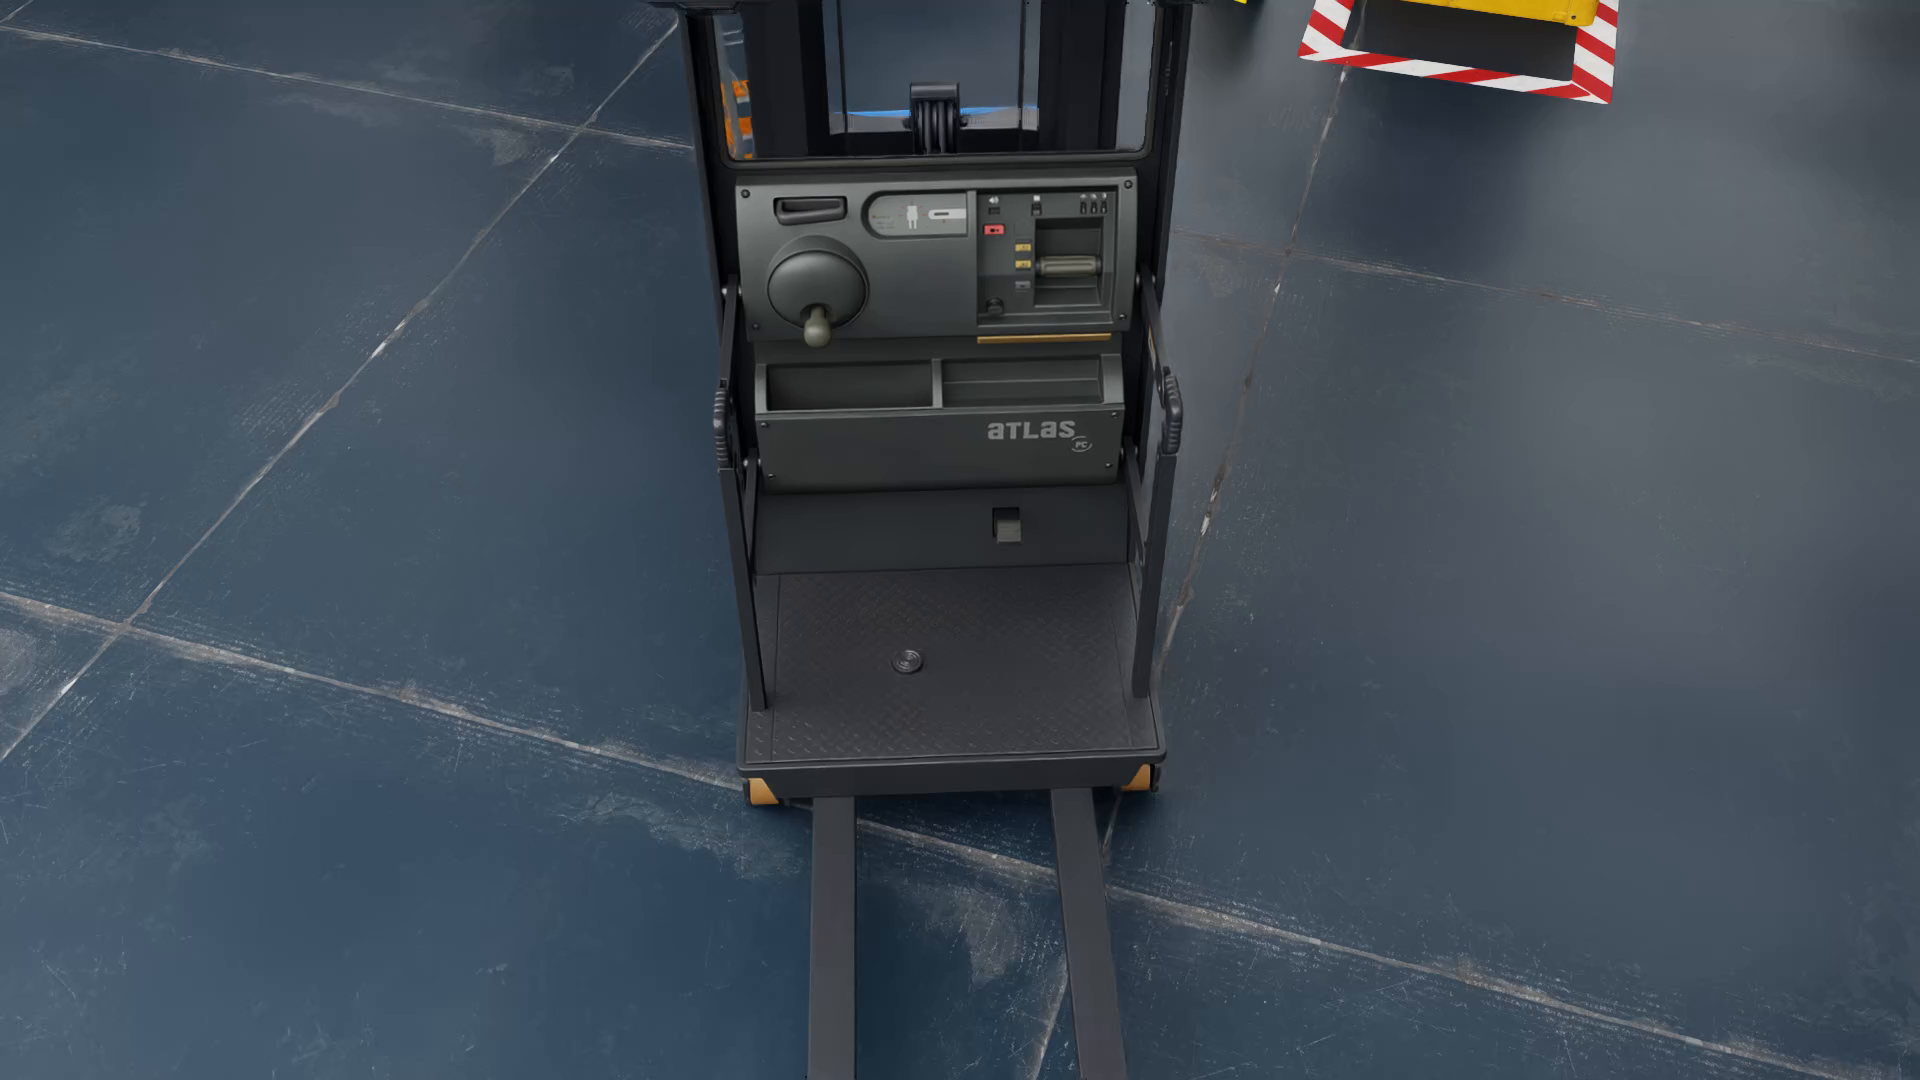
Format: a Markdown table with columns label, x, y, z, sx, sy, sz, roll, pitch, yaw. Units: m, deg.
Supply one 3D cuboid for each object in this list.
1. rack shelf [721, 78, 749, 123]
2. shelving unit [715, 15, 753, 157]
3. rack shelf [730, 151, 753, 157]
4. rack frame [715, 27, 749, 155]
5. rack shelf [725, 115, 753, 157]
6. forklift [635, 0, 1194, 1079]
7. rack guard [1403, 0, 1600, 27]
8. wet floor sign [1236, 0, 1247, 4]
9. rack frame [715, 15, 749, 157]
| label | x | y | z | sx | sy | sz | roll | pitch | yaw |
| --- | --- | --- | --- | --- | --- | --- | --- | --- | --- |
| rack shelf | -0.656 | -1.456 | 5.447 | 0.258 | 0.103 | 0.180 | -15 | 29 | -15 |
| shelving unit | -0.623 | -1.179 | 5.594 | 0.258 | 1.200 | 0.189 | -15 | 29 | -15 |
| rack shelf | -0.631 | -1.245 | 5.559 | 0.258 | 0.103 | 0.180 | -15 | 29 | -15 |
| rack frame | -0.653 | -1.216 | 5.671 | 0.240 | 1.200 | 0.006 | -15 | 29 | -15 |
| rack shelf | -0.644 | -1.350 | 5.503 | 0.258 | 0.103 | 0.180 | -15 | 29 | -15 |
| forklift | -0.039 | -0.568 | 3.734 | 1.130 | 2.935 | 3.031 | -2 | 44 | -2 |
| rack guard | 2.408 | -2.773 | 7.726 | 1.175 | 0.500 | 0.348 | 13 | 46 | 13 |
| wet floor sign | 1.308 | -2.874 | 7.726 | 0.267 | 0.644 | 0.232 | 28 | 51 | 26 |
| rack frame | -0.592 | -1.141 | 5.516 | 0.240 | 1.200 | 0.006 | -15 | 29 | -15 |
